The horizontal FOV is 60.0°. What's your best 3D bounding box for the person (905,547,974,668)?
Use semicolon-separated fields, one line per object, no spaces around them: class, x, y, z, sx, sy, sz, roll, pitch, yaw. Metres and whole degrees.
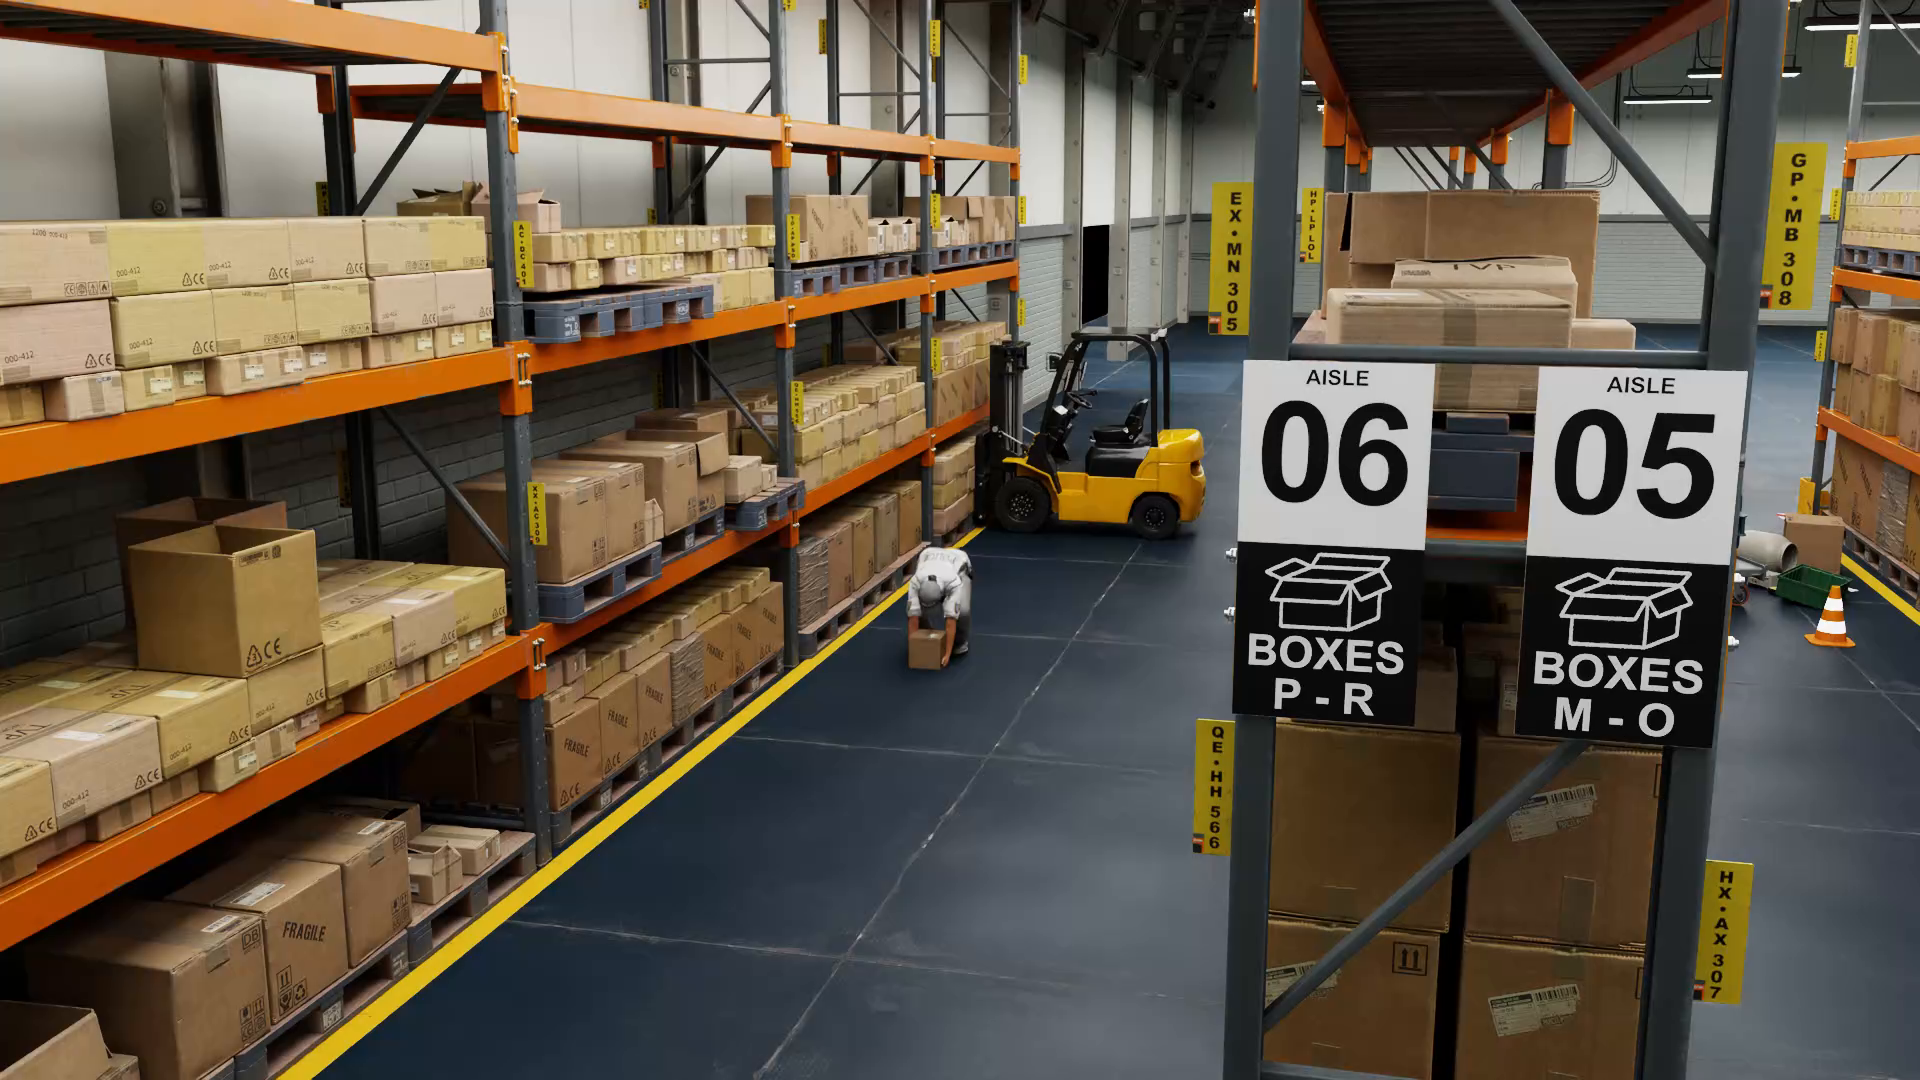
person;-0.168;0.514;13.076;0.521;0.834;0.942;2;12;12
